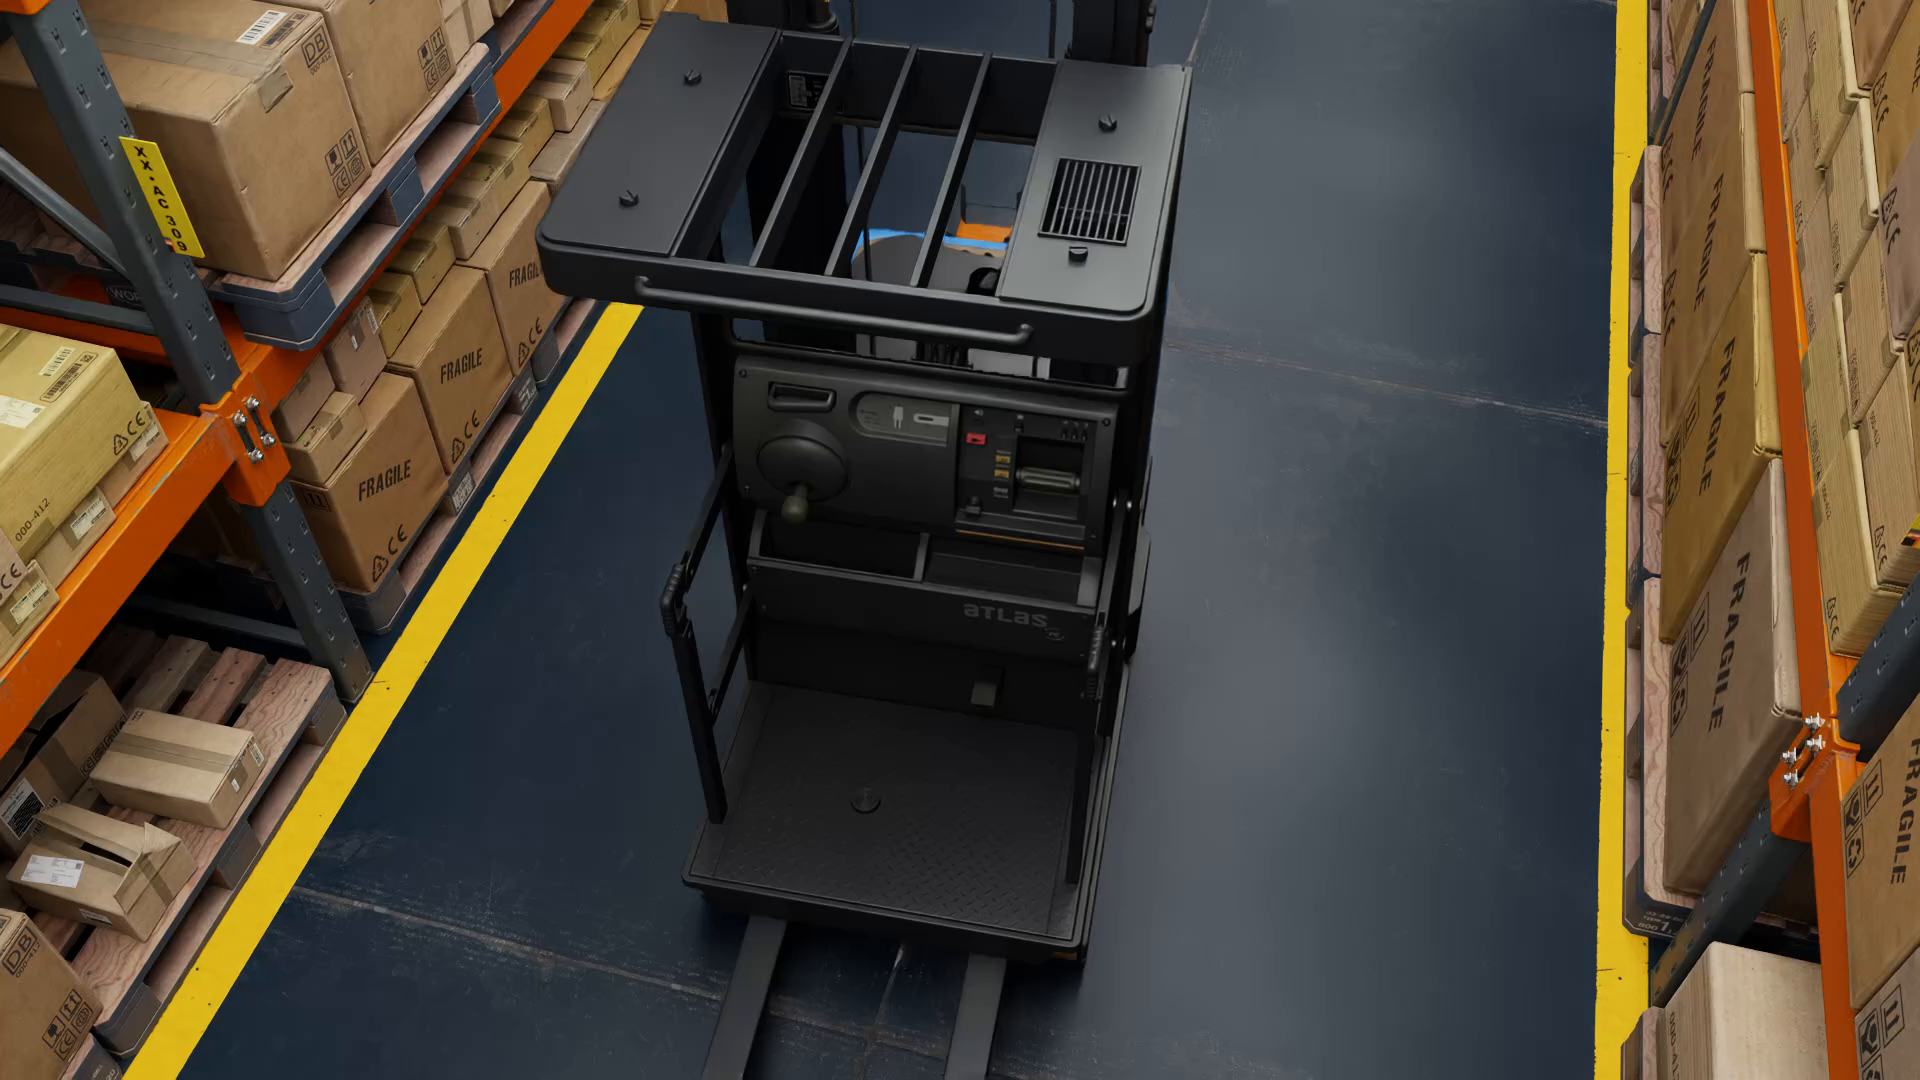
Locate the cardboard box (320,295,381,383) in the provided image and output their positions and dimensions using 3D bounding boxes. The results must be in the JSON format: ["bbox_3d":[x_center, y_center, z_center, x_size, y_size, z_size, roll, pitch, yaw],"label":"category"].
[{"bbox_3d":[-2.011,-0.639,5.069,0.380,0.149,0.250,9,49,8],"label":"cardboard box"}]

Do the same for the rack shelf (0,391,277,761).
[{"bbox_3d":[-2.911,1.075,3.280,1.077,0.370,4.000,12,50,10],"label":"rack shelf"}]

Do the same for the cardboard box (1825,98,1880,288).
[{"bbox_3d":[2.542,-0.854,4.270,0.500,0.250,0.500,13,50,11],"label":"cardboard box"}]

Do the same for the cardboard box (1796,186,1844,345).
[{"bbox_3d":[2.567,-0.687,4.455,0.500,0.250,0.500,10,49,9],"label":"cardboard box"}]

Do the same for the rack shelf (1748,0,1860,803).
[{"bbox_3d":[2.932,-0.841,4.972,1.077,0.370,4.000,12,50,10],"label":"rack shelf"}]

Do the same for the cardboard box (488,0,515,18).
[{"bbox_3d":[-1.698,-2.030,5.194,0.700,0.500,0.500,11,50,10],"label":"cardboard box"}]

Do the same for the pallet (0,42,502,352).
[{"bbox_3d":[-2.069,-1.102,4.850,1.003,0.211,1.213,12,50,10],"label":"pallet"}]

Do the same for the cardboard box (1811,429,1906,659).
[{"bbox_3d":[2.280,0.043,3.812,0.500,0.250,0.500,10,49,9],"label":"cardboard box"}]

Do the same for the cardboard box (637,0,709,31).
[{"bbox_3d":[-1.377,-2.106,6.996,0.500,0.500,0.500,11,49,9],"label":"cardboard box"}]

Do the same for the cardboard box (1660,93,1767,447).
[{"bbox_3d":[2.958,-0.834,5.623,0.875,0.875,0.875,12,50,10],"label":"cardboard box"}]

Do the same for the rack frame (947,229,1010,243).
[{"bbox_3d":[0.057,-0.610,5.588,0.200,1.050,0.008,8,49,7],"label":"rack frame"}]

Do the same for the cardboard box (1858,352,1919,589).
[{"bbox_3d":[2.287,-0.115,3.618,0.500,0.250,0.500,12,50,10],"label":"cardboard box"}]

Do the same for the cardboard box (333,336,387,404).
[{"bbox_3d":[-2.035,-0.559,5.197,0.380,0.149,0.250,10,49,9],"label":"cardboard box"}]

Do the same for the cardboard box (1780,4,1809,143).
[{"bbox_3d":[2.825,-1.419,5.102,0.500,0.250,0.500,13,50,11],"label":"cardboard box"}]

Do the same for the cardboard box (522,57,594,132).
[{"bbox_3d":[-1.593,-1.668,6.176,0.380,0.149,0.250,9,49,8],"label":"cardboard box"}]

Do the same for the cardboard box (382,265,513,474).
[{"bbox_3d":[-1.909,-0.614,5.678,0.500,0.500,0.500,11,49,10],"label":"cardboard box"}]

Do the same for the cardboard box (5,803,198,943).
[{"bbox_3d":[-2.341,0.875,4.520,0.396,0.266,0.258,13,50,11],"label":"cardboard box"}]

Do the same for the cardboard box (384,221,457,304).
[{"bbox_3d":[-1.919,-0.947,5.540,0.380,0.149,0.250,11,49,9],"label":"cardboard box"}]

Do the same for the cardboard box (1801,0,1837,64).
[{"bbox_3d":[2.806,-1.592,4.921,0.500,0.250,0.500,11,50,10],"label":"cardboard box"}]

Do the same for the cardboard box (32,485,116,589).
[{"bbox_3d":[-2.272,-0.053,3.964,0.380,0.149,0.250,13,50,11],"label":"cardboard box"}]

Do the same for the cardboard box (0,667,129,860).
[{"bbox_3d":[-2.786,0.572,4.757,0.500,0.311,0.500,13,50,11],"label":"cardboard box"}]

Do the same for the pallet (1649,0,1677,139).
[{"bbox_3d":[3.665,-2.168,7.523,1.003,0.211,1.213,12,50,10],"label":"pallet"}]

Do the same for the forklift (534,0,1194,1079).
[{"bbox_3d":[-0.132,-0.095,3.879,1.130,2.935,3.031,8,49,7],"label":"forklift"}]

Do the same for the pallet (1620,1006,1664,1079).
[{"bbox_3d":[2.130,1.825,3.999,1.003,0.211,1.213,12,50,10],"label":"pallet"}]

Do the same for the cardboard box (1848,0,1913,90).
[{"bbox_3d":[2.684,-1.485,4.327,0.500,0.500,0.500,12,50,11],"label":"cardboard box"}]

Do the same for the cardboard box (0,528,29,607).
[{"bbox_3d":[-2.400,0.123,3.542,0.500,0.250,0.500,12,50,10],"label":"cardboard box"}]

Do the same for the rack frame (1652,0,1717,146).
[{"bbox_3d":[3.458,-2.526,5.979,1.000,3.000,0.127,12,50,10],"label":"rack frame"}]

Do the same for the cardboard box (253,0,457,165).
[{"bbox_3d":[-1.905,-1.462,4.693,0.700,0.500,0.500,12,50,10],"label":"cardboard box"}]

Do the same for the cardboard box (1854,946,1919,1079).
[{"bbox_3d":[1.893,0.985,2.813,0.500,0.500,0.500,12,50,10],"label":"cardboard box"}]

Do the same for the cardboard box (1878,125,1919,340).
[{"bbox_3d":[2.410,-0.745,3.673,0.500,0.500,0.500,12,50,11],"label":"cardboard box"}]

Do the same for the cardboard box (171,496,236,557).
[{"bbox_3d":[-2.540,-0.335,5.432,0.500,0.500,0.500,11,50,10],"label":"cardboard box"}]

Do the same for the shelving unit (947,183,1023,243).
[{"bbox_3d":[0.080,-0.700,5.668,0.215,1.050,0.252,8,49,7],"label":"shelving unit"}]

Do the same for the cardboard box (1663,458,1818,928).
[{"bbox_3d":[2.491,0.467,4.474,0.875,0.875,0.875,13,50,11],"label":"cardboard box"}]

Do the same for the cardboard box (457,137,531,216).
[{"bbox_3d":[-1.750,-1.300,5.851,0.380,0.149,0.250,13,50,11],"label":"cardboard box"}]

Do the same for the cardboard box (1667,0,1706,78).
[{"bbox_3d":[3.617,-2.202,7.165,0.950,0.372,0.625,9,49,7],"label":"cardboard box"}]

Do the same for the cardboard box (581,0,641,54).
[{"bbox_3d":[-1.484,-2.055,6.517,0.380,0.149,0.250,13,50,11],"label":"cardboard box"}]

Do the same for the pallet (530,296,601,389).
[{"bbox_3d":[-1.887,-1.168,6.640,1.003,0.211,1.213,12,50,10],"label":"pallet"}]

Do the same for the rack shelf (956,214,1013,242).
[{"bbox_3d":[0.080,-0.881,5.463,0.215,0.259,0.240,8,49,7],"label":"rack shelf"}]

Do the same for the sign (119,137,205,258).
[{"bbox_3d":[-1.859,-0.794,3.873,0.100,0.325,0.005,12,50,10],"label":"sign"}]

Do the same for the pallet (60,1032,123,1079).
[{"bbox_3d":[-2.885,1.695,4.113,1.003,0.211,1.213,12,50,10],"label":"pallet"}]

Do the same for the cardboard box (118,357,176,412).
[{"bbox_3d":[-2.566,-0.459,5.109,0.380,0.149,0.250,10,49,9],"label":"cardboard box"}]

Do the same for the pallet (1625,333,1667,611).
[{"bbox_3d":[2.855,-0.168,5.758,1.003,0.211,1.213,12,50,10],"label":"pallet"}]

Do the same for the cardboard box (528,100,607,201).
[{"bbox_3d":[-1.631,-1.348,6.326,0.500,0.500,0.500,10,49,9],"label":"cardboard box"}]
